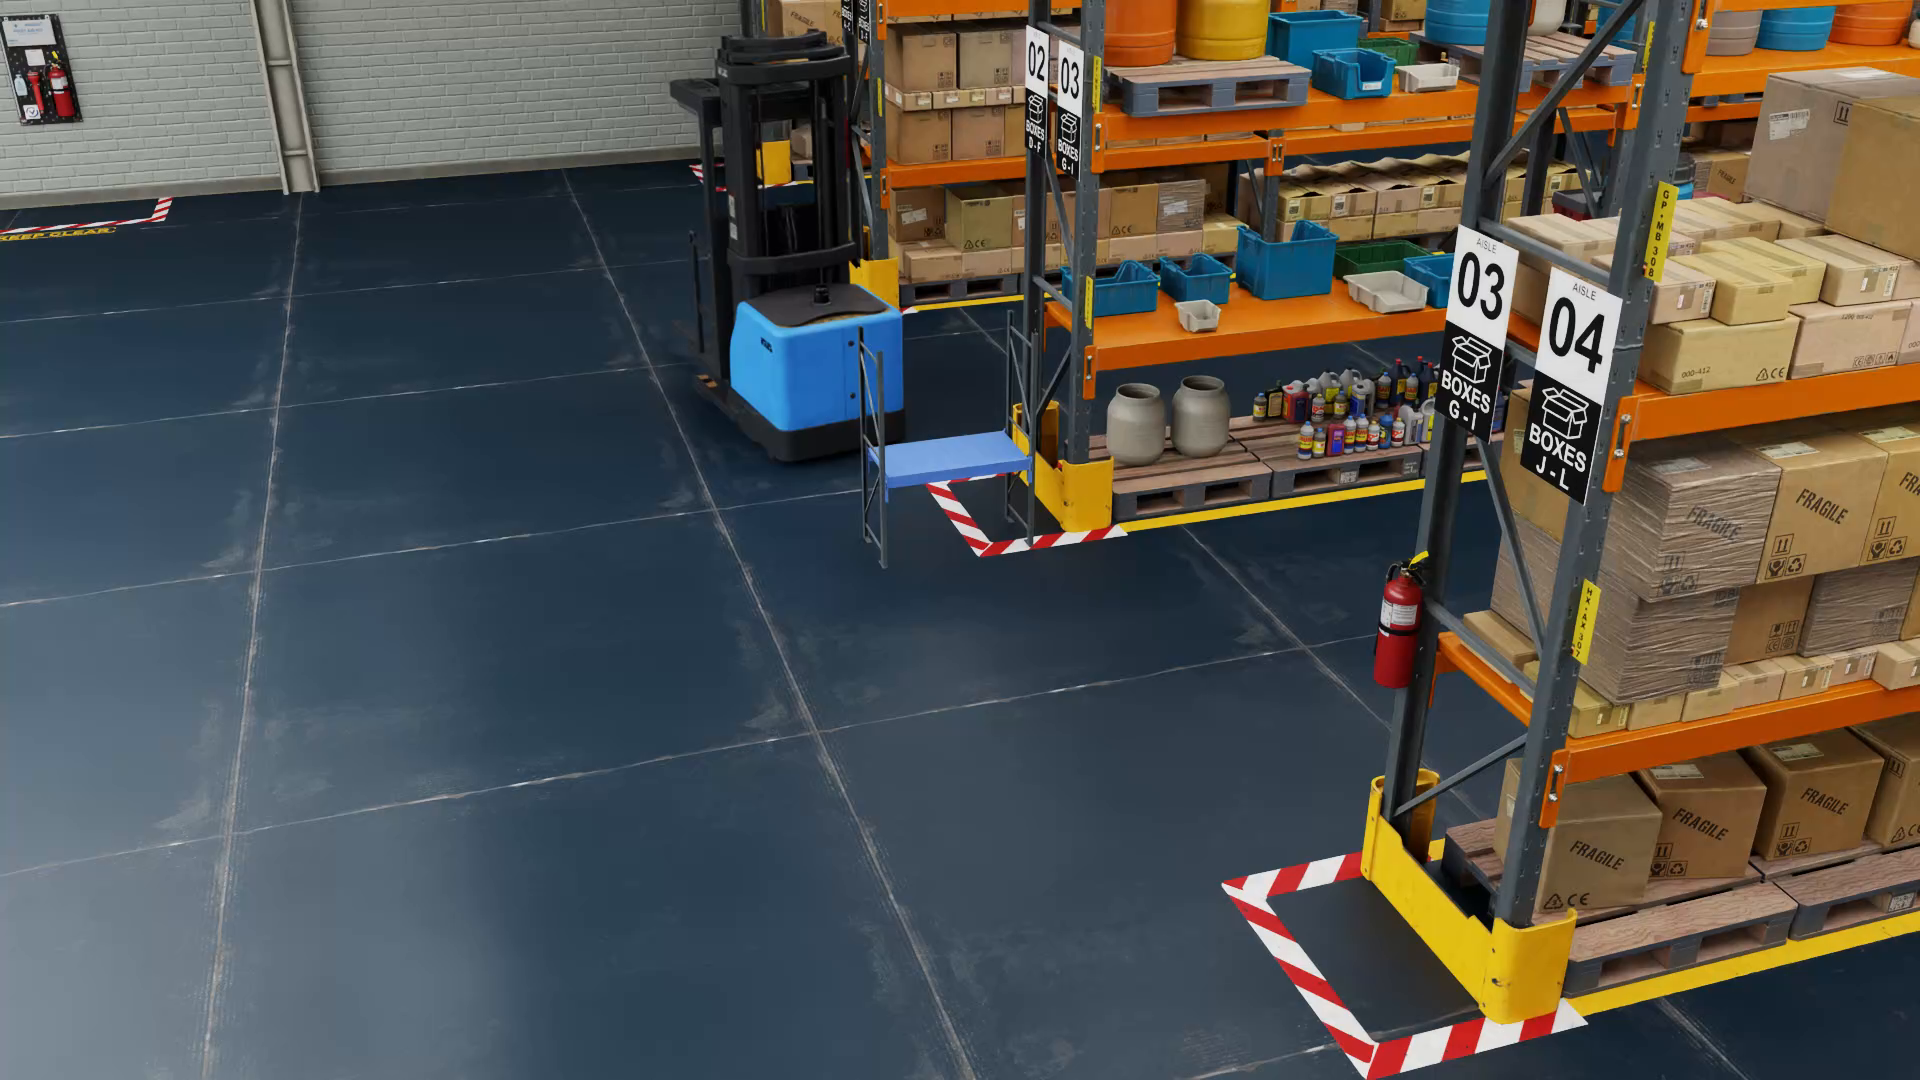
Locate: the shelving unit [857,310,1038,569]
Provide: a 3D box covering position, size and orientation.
[{"bbox_3d":[-0.081,-0.660,10.887,1.048,1.500,0.538,-8,28,-16],"label":"shelving unit"}]

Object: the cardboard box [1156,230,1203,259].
[{"bbox_3d":[2.077,-3.007,16.549,0.500,0.250,0.500,-8,28,-16],"label":"cardboard box"}]

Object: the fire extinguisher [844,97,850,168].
[{"bbox_3d":[-1.131,-3.866,15.746,0.183,0.674,0.296,-8,28,-16],"label":"fire extinguisher"}]

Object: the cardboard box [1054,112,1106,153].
[{"bbox_3d":[1.044,-4.039,15.894,0.500,0.500,0.700,-7,27,-15],"label":"cardboard box"}]

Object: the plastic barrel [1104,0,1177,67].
[{"bbox_3d":[1.078,-3.471,10.534,0.708,0.830,0.600,-8,28,-16],"label":"plastic barrel"}]

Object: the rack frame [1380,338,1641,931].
[{"bbox_3d":[2.189,0.468,6.928,0.127,3.000,1.000,-8,28,-16],"label":"rack frame"}]

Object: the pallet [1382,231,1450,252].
[{"bbox_3d":[4.779,-3.310,17.675,1.213,0.211,1.003,-8,28,-16],"label":"pallet"}]

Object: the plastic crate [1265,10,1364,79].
[{"bbox_3d":[2.375,-3.352,11.268,0.575,0.384,0.392,-8,28,-16],"label":"plastic crate"}]

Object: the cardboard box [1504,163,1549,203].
[{"bbox_3d":[5.818,-3.780,17.474,0.500,0.311,0.500,-9,28,-17],"label":"cardboard box"}]

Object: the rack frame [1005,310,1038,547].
[{"bbox_3d":[0.402,-0.730,11.028,0.032,1.500,0.500,-8,28,-16],"label":"rack frame"}]

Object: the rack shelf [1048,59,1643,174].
[{"bbox_3d":[2.557,-2.923,11.194,4.000,0.370,1.077,-8,28,-16],"label":"rack shelf"}]

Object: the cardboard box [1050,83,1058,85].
[{"bbox_3d":[0.789,-4.197,15.484,0.250,0.149,0.380,-9,28,-17],"label":"cardboard box"}]

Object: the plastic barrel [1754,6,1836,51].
[{"bbox_3d":[6.119,-4.087,12.166,0.708,0.901,0.600,-8,28,-16],"label":"plastic barrel"}]

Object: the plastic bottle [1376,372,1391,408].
[{"bbox_3d":[3.255,-1.154,12.769,0.097,0.271,0.097,0,26,0],"label":"plastic bottle"}]

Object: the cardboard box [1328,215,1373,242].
[{"bbox_3d":[3.875,-3.249,17.035,0.500,0.250,0.500,-8,27,-15],"label":"cardboard box"}]

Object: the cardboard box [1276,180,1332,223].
[{"bbox_3d":[3.399,-3.431,16.771,0.500,0.311,0.500,-8,28,-16],"label":"cardboard box"}]

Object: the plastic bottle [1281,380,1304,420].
[{"bbox_3d":[2.514,-1.065,12.584,0.135,0.276,0.152,-8,28,-16],"label":"plastic bottle"}]

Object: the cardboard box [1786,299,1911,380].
[{"bbox_3d":[3.216,-0.839,6.356,0.500,0.250,0.500,-9,28,-17],"label":"cardboard box"}]

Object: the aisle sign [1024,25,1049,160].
[{"bbox_3d":[0.495,-2.906,10.801,0.004,0.787,0.394,-8,28,-16],"label":"aisle sign"}]

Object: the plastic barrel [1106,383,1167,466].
[{"bbox_3d":[1.258,-0.823,11.854,0.421,0.512,0.421,0,26,0],"label":"plastic barrel"}]

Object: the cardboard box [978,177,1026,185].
[{"bbox_3d":[0.489,-3.357,16.410,0.500,0.500,0.500,-8,28,-16],"label":"cardboard box"}]

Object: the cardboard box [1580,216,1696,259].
[{"bbox_3d":[2.640,-1.143,6.521,0.250,0.149,0.380,-9,28,-18],"label":"cardboard box"}]

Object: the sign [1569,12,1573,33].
[{"bbox_3d":[6.555,-5.534,17.805,0.005,0.325,0.100,-8,28,-16],"label":"sign"}]

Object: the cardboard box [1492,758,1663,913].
[{"bbox_3d":[2.788,1.321,7.550,0.500,0.500,0.500,-3,27,-7],"label":"cardboard box"}]

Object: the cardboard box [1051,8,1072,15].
[{"bbox_3d":[1.037,-6.448,20.161,0.500,0.500,0.500,-8,28,-16],"label":"cardboard box"}]

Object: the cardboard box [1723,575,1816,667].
[{"bbox_3d":[3.159,0.106,7.210,0.500,0.500,0.875,-8,28,-16],"label":"cardboard box"}]

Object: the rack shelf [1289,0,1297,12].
[{"bbox_3d":[4.830,-5.569,16.523,4.000,0.370,1.077,-8,28,-16],"label":"rack shelf"}]

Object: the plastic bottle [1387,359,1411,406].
[{"bbox_3d":[3.383,-1.226,12.824,0.185,0.351,0.144,-9,28,-18],"label":"plastic bottle"}]

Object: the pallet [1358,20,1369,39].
[{"bbox_3d":[4.550,-6.687,21.557,1.003,0.211,1.213,-8,28,-16],"label":"pallet"}]

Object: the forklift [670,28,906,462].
[{"bbox_3d":[-1.538,-2.512,13.009,1.130,2.935,3.031,-13,29,-24],"label":"forklift"}]

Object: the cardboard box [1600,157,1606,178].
[{"bbox_3d":[7.253,-3.842,17.926,0.500,0.500,0.500,-7,27,-14],"label":"cardboard box"}]

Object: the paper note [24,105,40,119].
[{"bbox_3d":[-10.271,-4.737,18.403,0.142,0.148,0.016,-8,28,-16],"label":"paper note"}]

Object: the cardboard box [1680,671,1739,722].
[{"bbox_3d":[3.020,0.588,6.970,0.250,0.149,0.380,-8,28,-16],"label":"cardboard box"}]

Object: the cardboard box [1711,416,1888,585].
[{"bbox_3d":[3.274,-0.184,6.671,0.500,0.500,0.500,-8,28,-16],"label":"cardboard box"}]

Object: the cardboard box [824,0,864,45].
[{"bbox_3d":[-1.393,-6.095,19.451,0.500,0.500,0.500,-8,28,-16],"label":"cardboard box"}]

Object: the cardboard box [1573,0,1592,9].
[{"bbox_3d":[8.155,-7.410,22.327,0.500,0.500,0.500,-8,28,-16],"label":"cardboard box"}]

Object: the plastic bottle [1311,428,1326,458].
[{"bbox_3d":[2.574,-0.702,11.937,0.097,0.201,0.097,0,26,0],"label":"plastic bottle"}]

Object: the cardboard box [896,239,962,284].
[{"bbox_3d":[-0.296,-2.657,15.844,0.500,0.250,0.500,-8,28,-16],"label":"cardboard box"}]

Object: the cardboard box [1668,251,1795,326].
[{"bbox_3d":[2.799,-0.922,6.075,0.250,0.149,0.380,-8,27,-15],"label":"cardboard box"}]

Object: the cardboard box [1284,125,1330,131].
[{"bbox_3d":[3.383,-4.291,16.683,0.500,0.250,0.500,-7,27,-13],"label":"cardboard box"}]

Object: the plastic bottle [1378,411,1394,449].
[{"bbox_3d":[3.090,-0.808,12.072,0.097,0.271,0.097,0,26,0],"label":"plastic bottle"}]

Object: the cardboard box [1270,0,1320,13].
[{"bbox_3d":[4.227,-7.001,21.366,0.500,0.500,0.700,-11,28,-21],"label":"cardboard box"}]

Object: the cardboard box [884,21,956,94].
[{"bbox_3d":[-0.377,-4.413,15.189,0.500,0.500,0.700,-8,28,-16],"label":"cardboard box"}]

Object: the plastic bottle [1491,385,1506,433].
[{"bbox_3d":[3.936,-0.977,12.323,0.185,0.351,0.144,-9,28,-17],"label":"plastic bottle"}]

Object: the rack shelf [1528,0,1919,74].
[{"bbox_3d":[4.091,-2.171,6.310,4.000,0.370,1.077,-8,28,-16],"label":"rack shelf"}]

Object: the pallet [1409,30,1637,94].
[{"bbox_3d":[3.803,-3.295,11.348,1.003,0.211,1.213,-8,28,-16],"label":"pallet"}]

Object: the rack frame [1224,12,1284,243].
[{"bbox_3d":[2.928,-4.272,16.476,0.127,3.000,1.000,-8,28,-16],"label":"rack frame"}]

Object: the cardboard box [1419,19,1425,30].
[{"bbox_3d":[6.100,-6.792,21.813,0.250,0.149,0.380,-7,27,-15],"label":"cardboard box"}]

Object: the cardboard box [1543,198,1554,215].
[{"bbox_3d":[6.307,-3.604,17.750,0.500,0.250,0.500,-8,27,-15],"label":"cardboard box"}]

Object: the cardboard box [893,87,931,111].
[{"bbox_3d":[-0.435,-4.019,15.125,0.250,0.149,0.380,-8,28,-16],"label":"cardboard box"}]

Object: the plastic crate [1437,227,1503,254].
[{"bbox_3d":[3.922,-2.131,12.233,0.504,0.338,0.767,-8,28,-16],"label":"plastic crate"}]

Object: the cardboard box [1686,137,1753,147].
[{"bbox_3d":[8.538,-4.274,18.797,0.500,0.500,0.500,-9,28,-18],"label":"cardboard box"}]

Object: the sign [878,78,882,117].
[{"bbox_3d":[-0.709,-3.909,14.682,0.005,0.325,0.100,-8,28,-16],"label":"sign"}]

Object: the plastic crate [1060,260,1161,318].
[{"bbox_3d":[1.039,-1.755,11.573,0.616,0.251,0.499,-8,28,-16],"label":"plastic crate"}]

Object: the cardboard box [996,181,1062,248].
[{"bbox_3d":[0.650,-3.137,15.967,0.500,0.500,0.500,-8,28,-16],"label":"cardboard box"}]

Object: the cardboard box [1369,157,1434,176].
[{"bbox_3d":[4.672,-3.866,17.648,0.500,0.311,0.500,-9,28,-17],"label":"cardboard box"}]

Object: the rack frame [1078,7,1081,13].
[{"bbox_3d":[1.391,-6.366,20.694,0.127,3.000,1.000,-8,28,-16],"label":"rack frame"}]
